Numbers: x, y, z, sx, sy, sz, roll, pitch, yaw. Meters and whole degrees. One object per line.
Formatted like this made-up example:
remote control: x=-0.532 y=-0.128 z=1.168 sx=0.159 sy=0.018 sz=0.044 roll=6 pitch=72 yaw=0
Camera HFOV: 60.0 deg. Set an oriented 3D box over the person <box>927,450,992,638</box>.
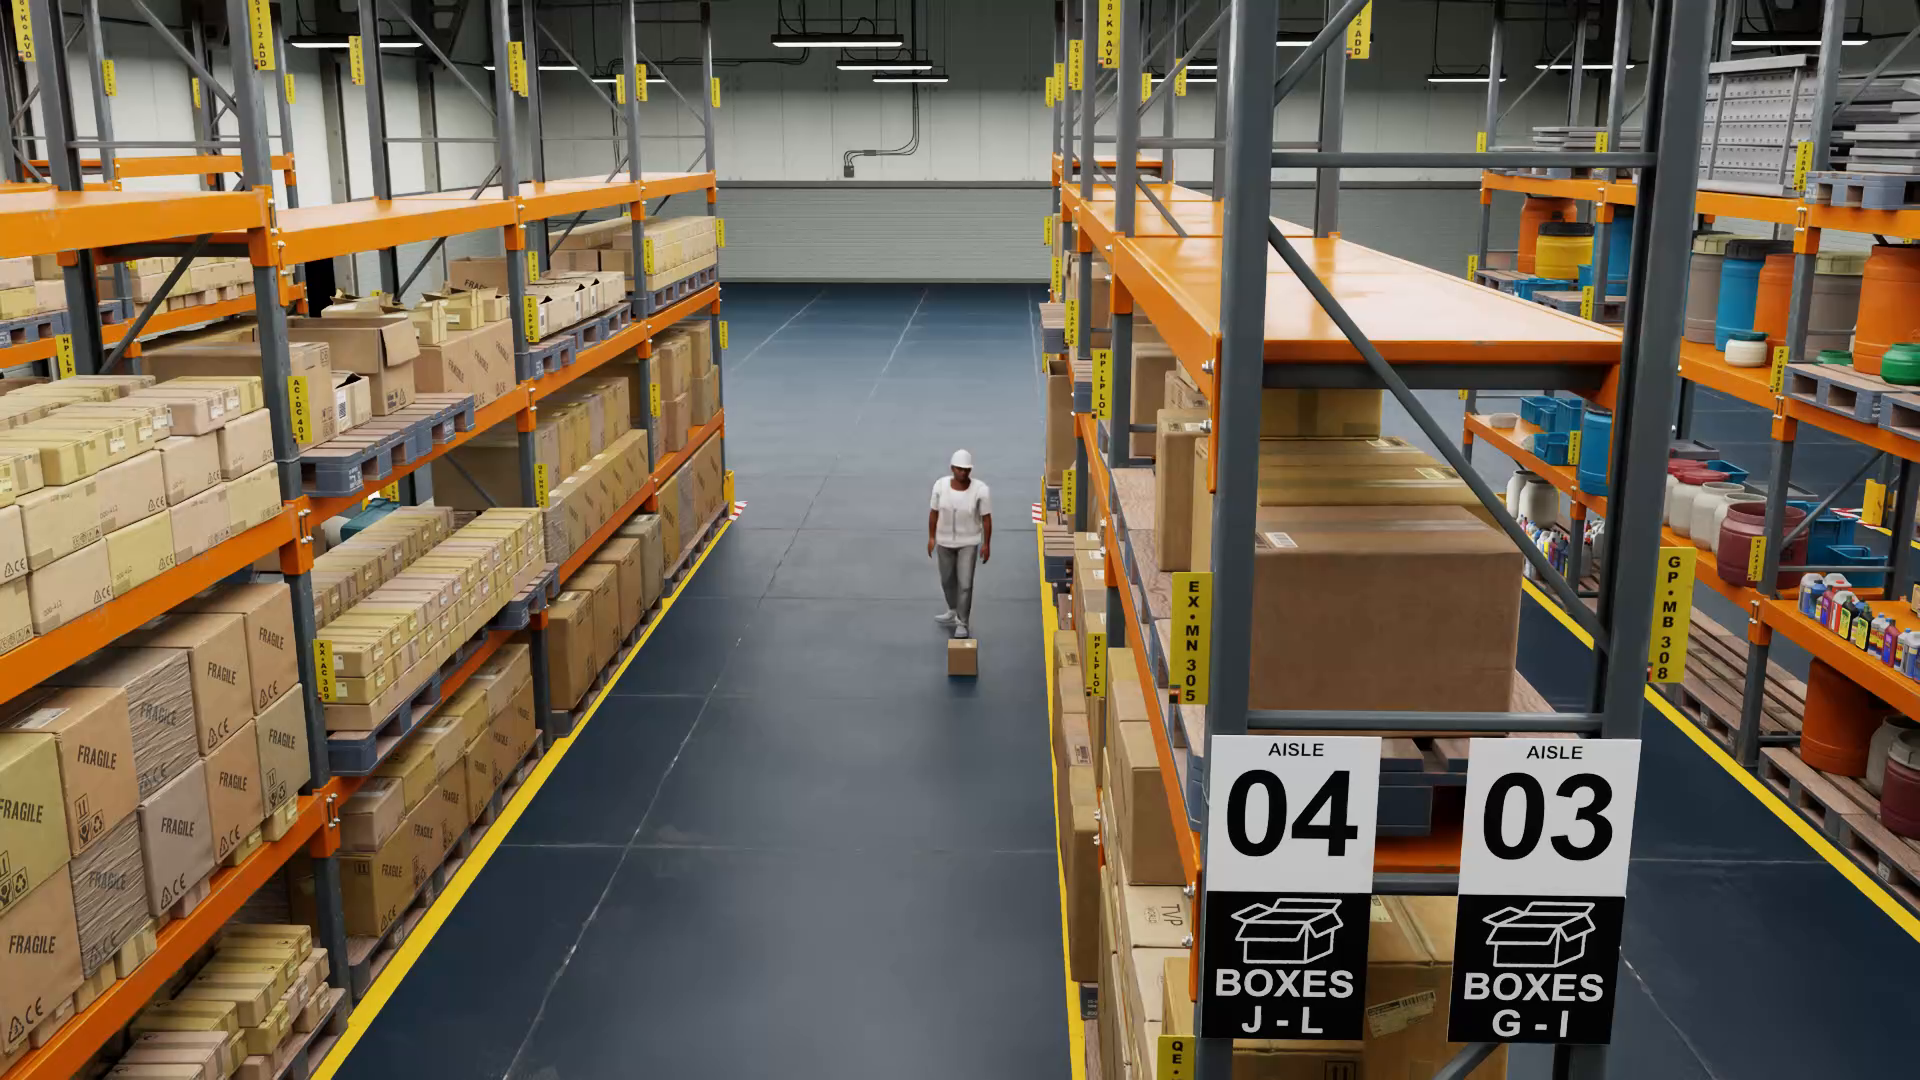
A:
person: x=0.002 y=0.006 z=15.429 sx=0.603 sy=1.754 sz=0.571 roll=4 pitch=14 yaw=16
